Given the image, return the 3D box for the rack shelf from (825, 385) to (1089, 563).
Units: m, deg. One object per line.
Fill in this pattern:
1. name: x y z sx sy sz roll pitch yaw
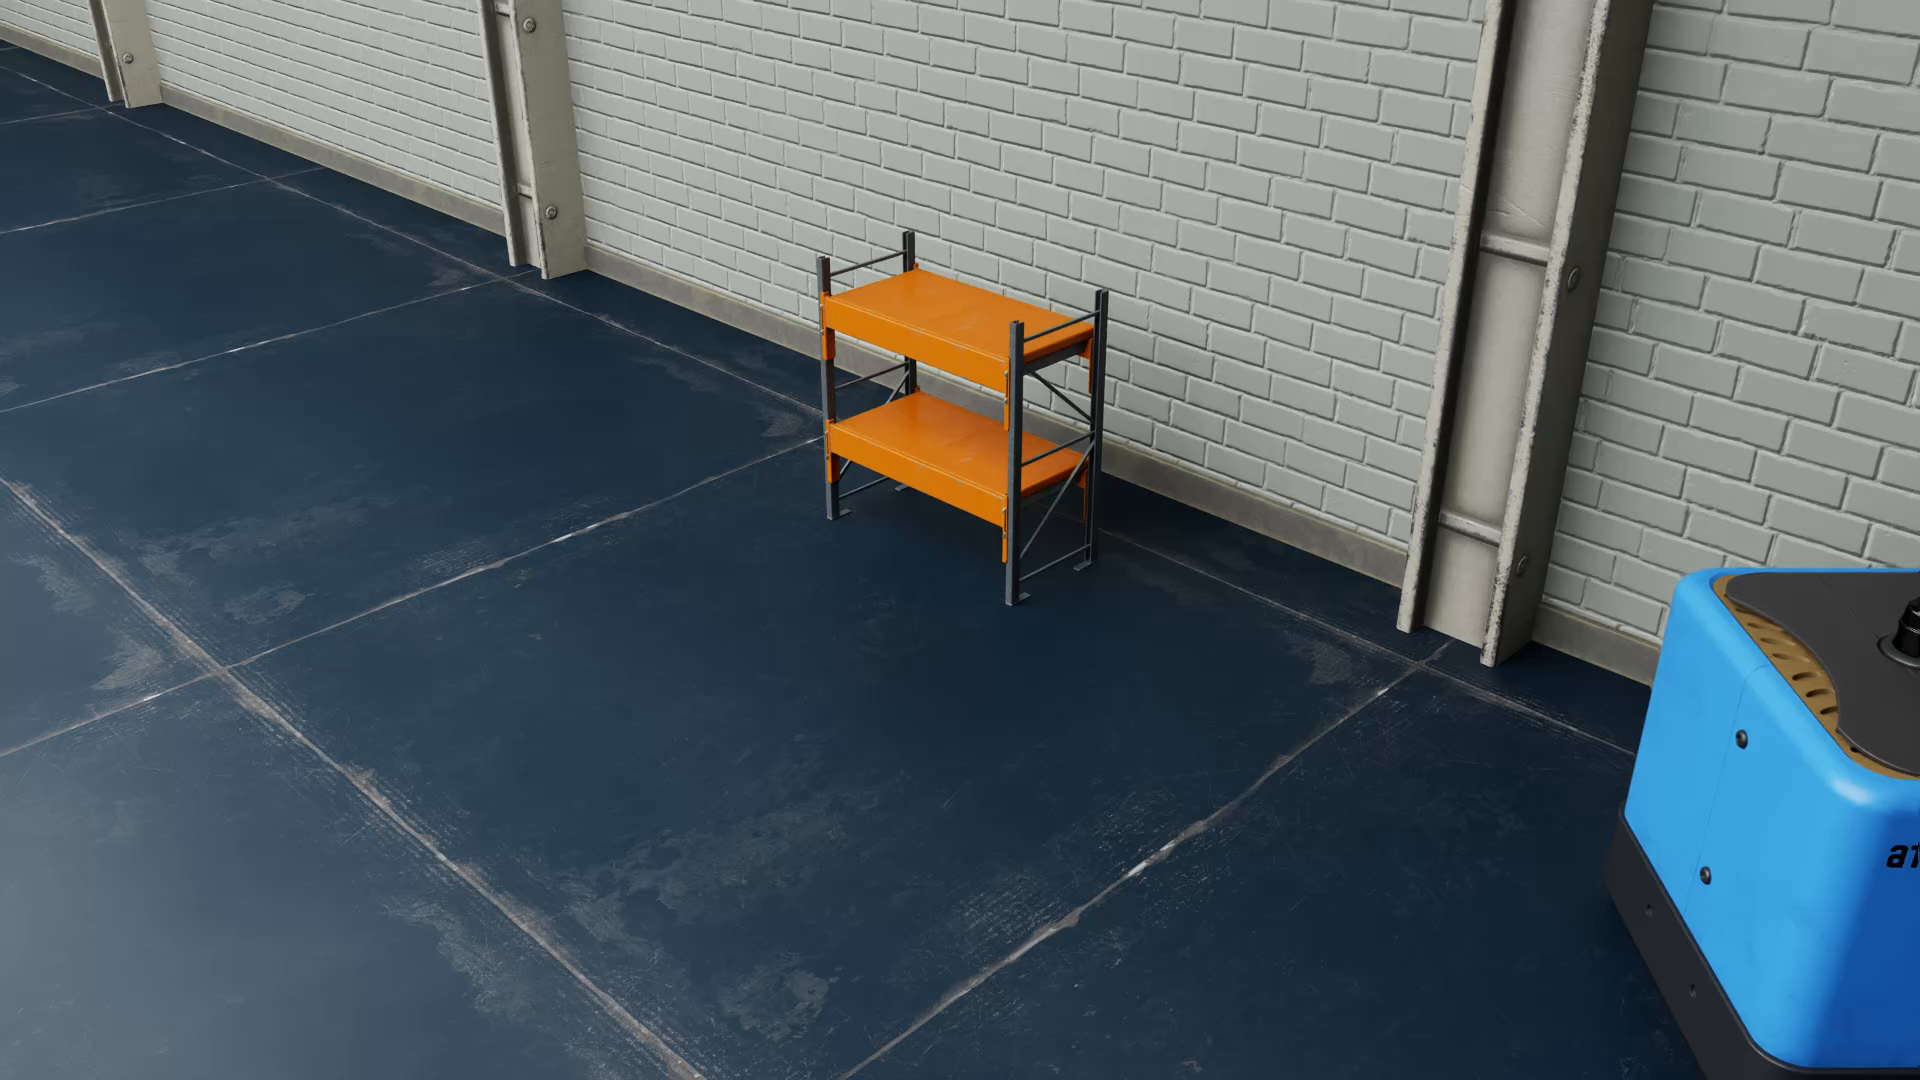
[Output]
1. rack shelf: -0.005 -0.284 6.606 1.000 0.278 0.538 25 36 38

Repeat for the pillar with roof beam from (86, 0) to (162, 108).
1. pillar with roof beam: -9.719 -6.133 8.744 0.400 9.000 9.100 25 36 38

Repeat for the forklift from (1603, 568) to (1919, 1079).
1. forklift: 3.347 -0.054 3.704 3.031 2.935 1.130 0 28 0

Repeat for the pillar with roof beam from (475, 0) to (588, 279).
1. pillar with roof beam: -5.440 -4.175 5.021 0.400 9.000 9.100 25 36 38

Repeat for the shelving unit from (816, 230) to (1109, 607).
1. shelving unit: -0.005 -0.500 6.492 1.048 1.125 0.538 25 36 38

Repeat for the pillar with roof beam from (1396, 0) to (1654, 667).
1. pillar with roof beam: -1.162 -2.217 1.297 0.400 9.000 9.100 25 36 38

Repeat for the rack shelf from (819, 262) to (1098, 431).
1. rack shelf: -0.005 -0.759 6.356 1.000 0.278 0.538 25 36 38

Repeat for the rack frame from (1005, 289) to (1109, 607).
1. rack frame: 0.358 -0.334 6.177 0.032 1.125 0.500 25 36 38

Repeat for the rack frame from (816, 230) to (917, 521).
1. rack frame: -0.367 -0.666 6.808 0.032 1.125 0.500 25 36 38
